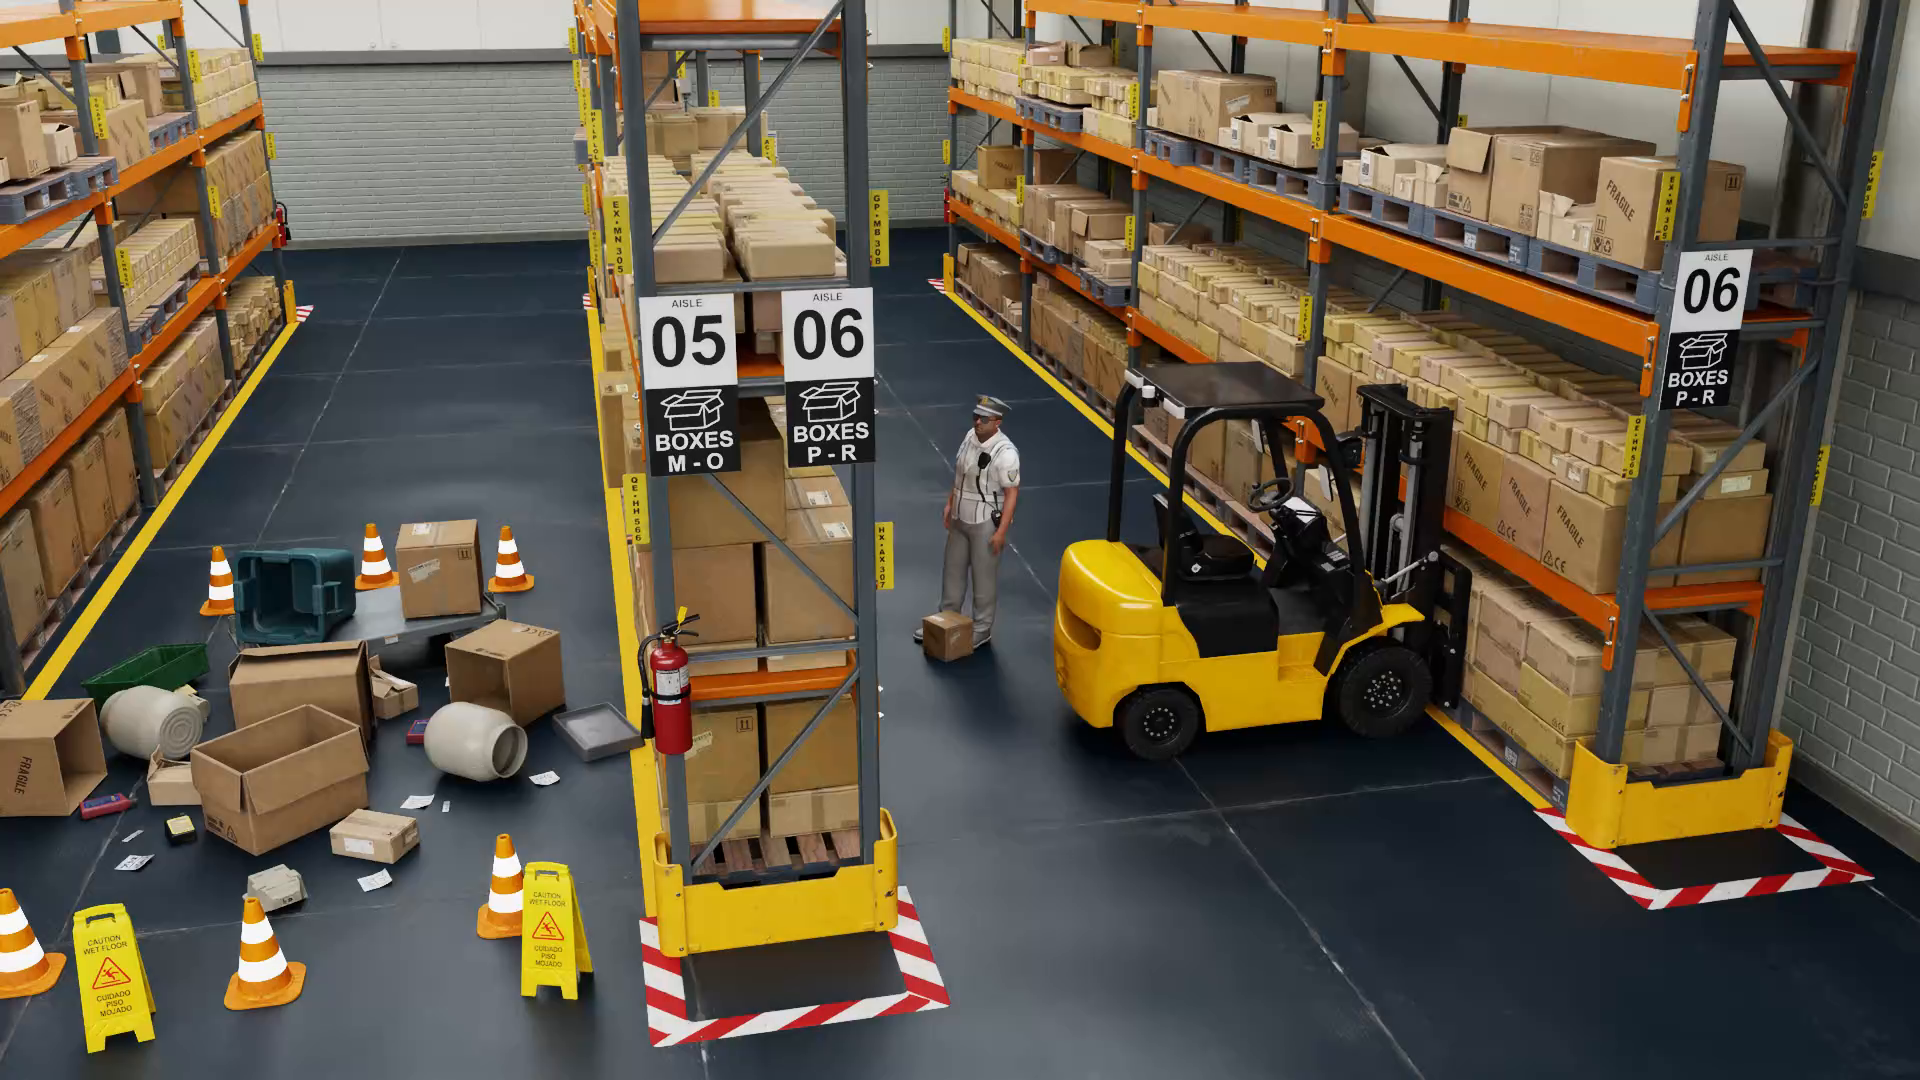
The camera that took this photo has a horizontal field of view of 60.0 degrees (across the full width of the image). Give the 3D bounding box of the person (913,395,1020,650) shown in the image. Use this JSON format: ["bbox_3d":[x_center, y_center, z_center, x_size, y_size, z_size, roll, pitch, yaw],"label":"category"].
[{"bbox_3d":[0.066,-0.124,11.336,0.573,1.780,0.641,-14,24,-35],"label":"person"}]
